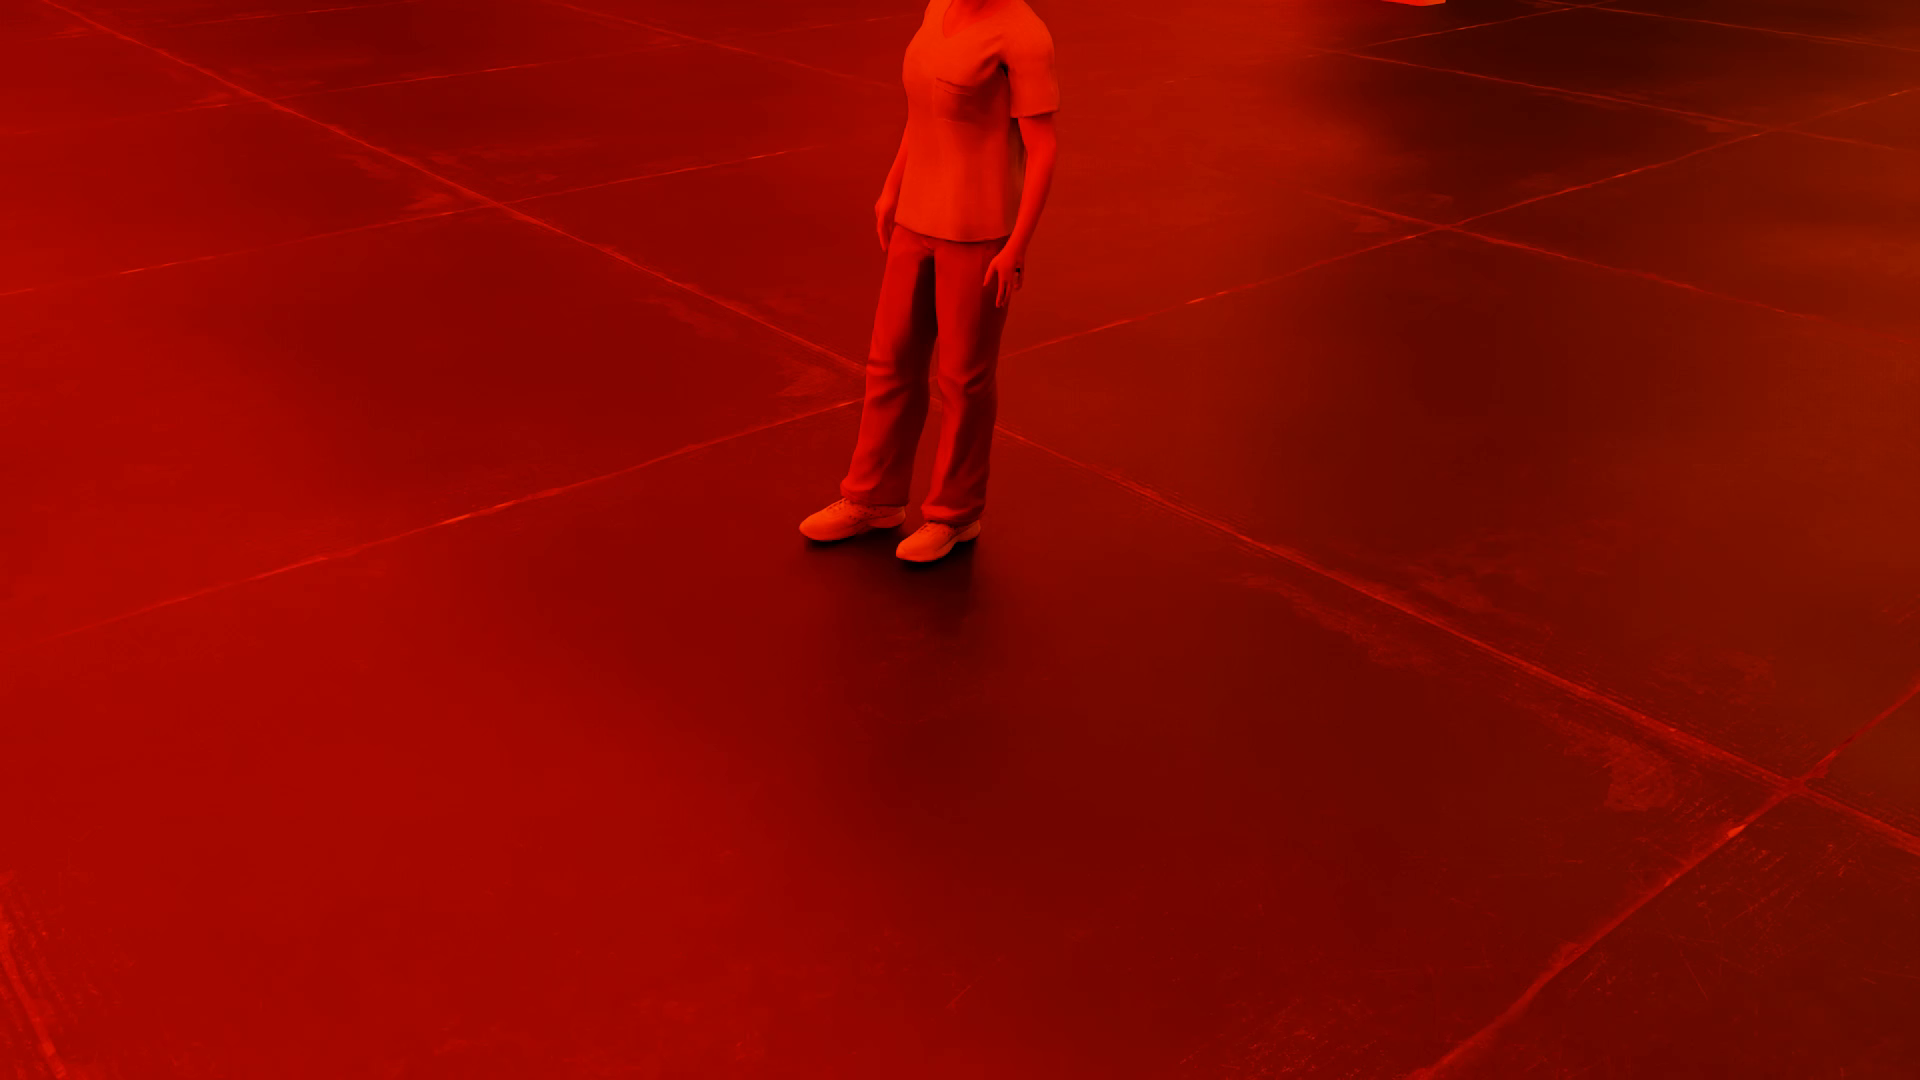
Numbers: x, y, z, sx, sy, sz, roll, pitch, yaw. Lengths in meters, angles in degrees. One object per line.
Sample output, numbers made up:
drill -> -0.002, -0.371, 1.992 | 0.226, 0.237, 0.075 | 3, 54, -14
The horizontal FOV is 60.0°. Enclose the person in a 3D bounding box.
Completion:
person -> -0.065, -0.740, 4.091 | 0.548, 1.673, 0.553 | -20, 33, -35
